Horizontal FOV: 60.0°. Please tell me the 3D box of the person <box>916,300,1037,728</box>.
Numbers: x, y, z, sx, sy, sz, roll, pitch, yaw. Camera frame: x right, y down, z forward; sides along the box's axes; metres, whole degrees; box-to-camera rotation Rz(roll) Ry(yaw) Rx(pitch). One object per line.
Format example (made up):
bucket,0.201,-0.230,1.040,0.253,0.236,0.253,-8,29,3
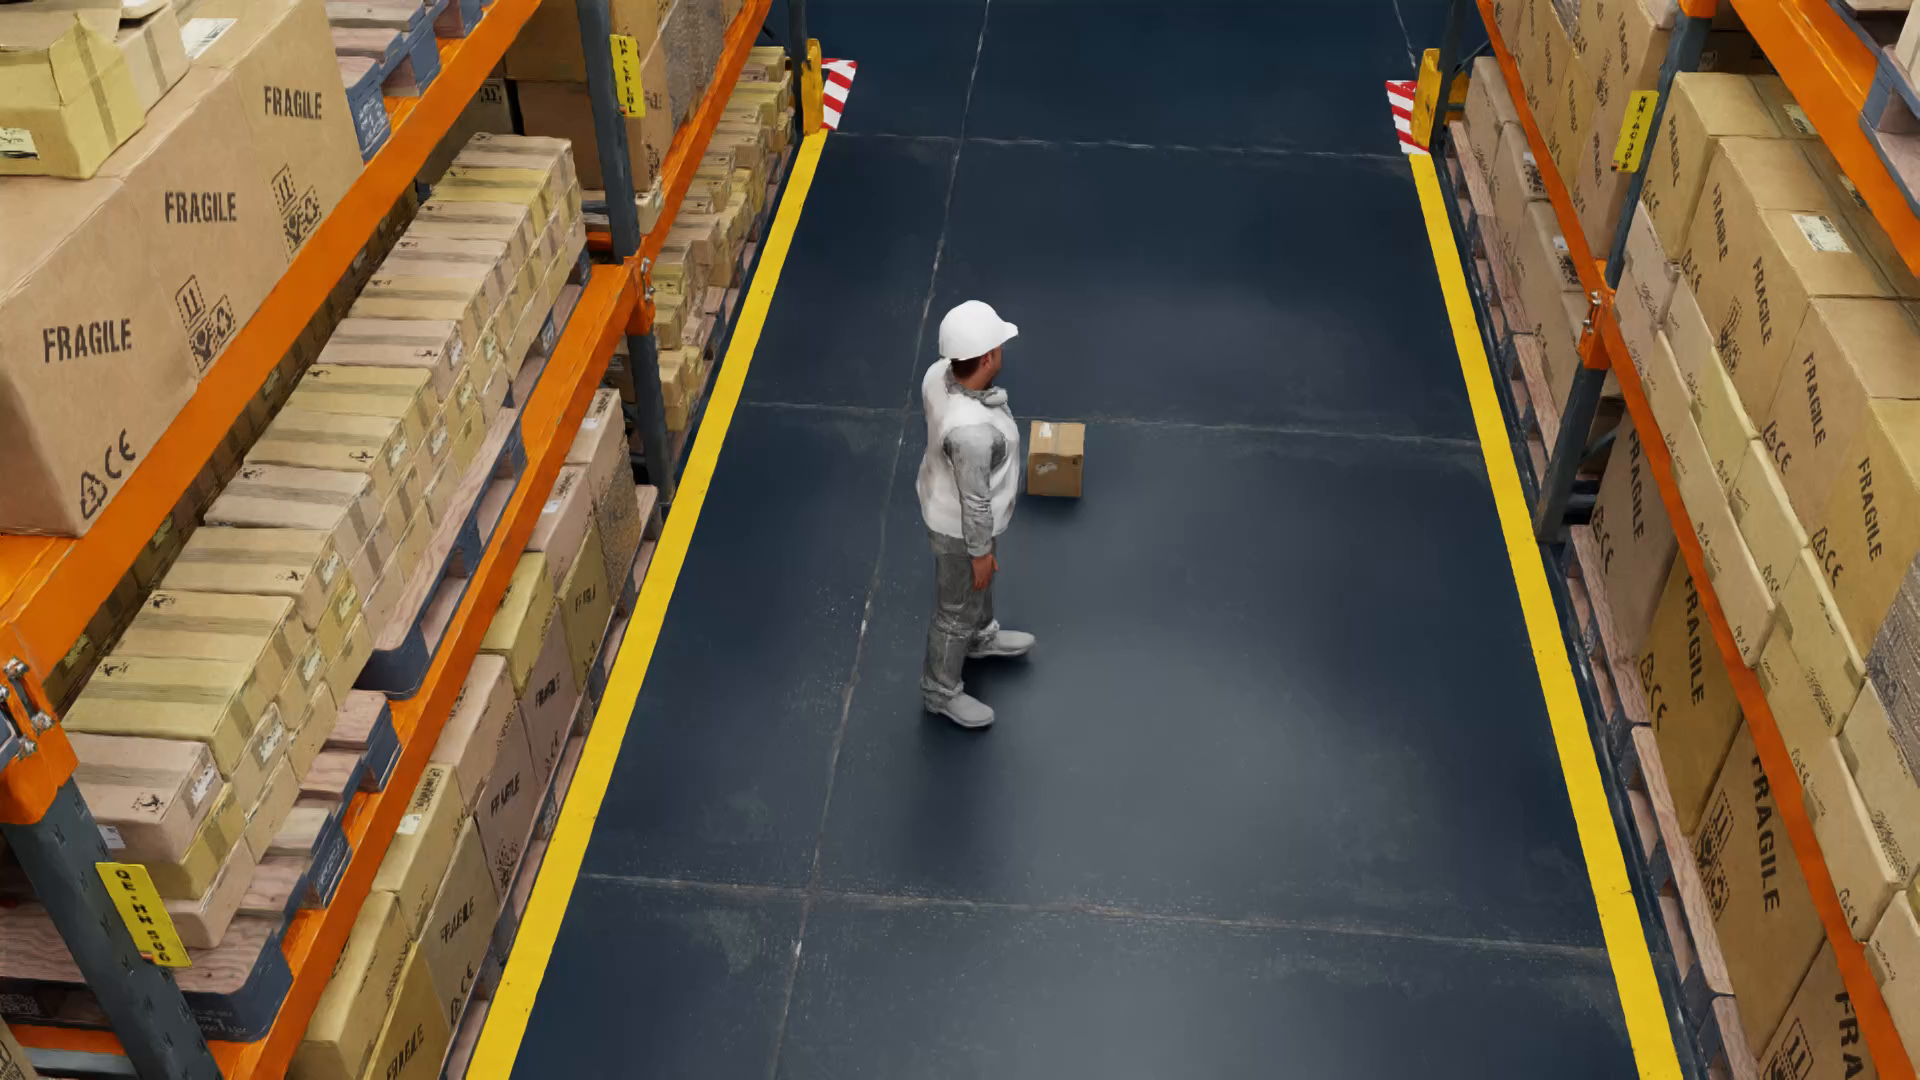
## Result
person,0.083,-0.115,6.231,0.509,1.773,0.596,-5,40,-6
